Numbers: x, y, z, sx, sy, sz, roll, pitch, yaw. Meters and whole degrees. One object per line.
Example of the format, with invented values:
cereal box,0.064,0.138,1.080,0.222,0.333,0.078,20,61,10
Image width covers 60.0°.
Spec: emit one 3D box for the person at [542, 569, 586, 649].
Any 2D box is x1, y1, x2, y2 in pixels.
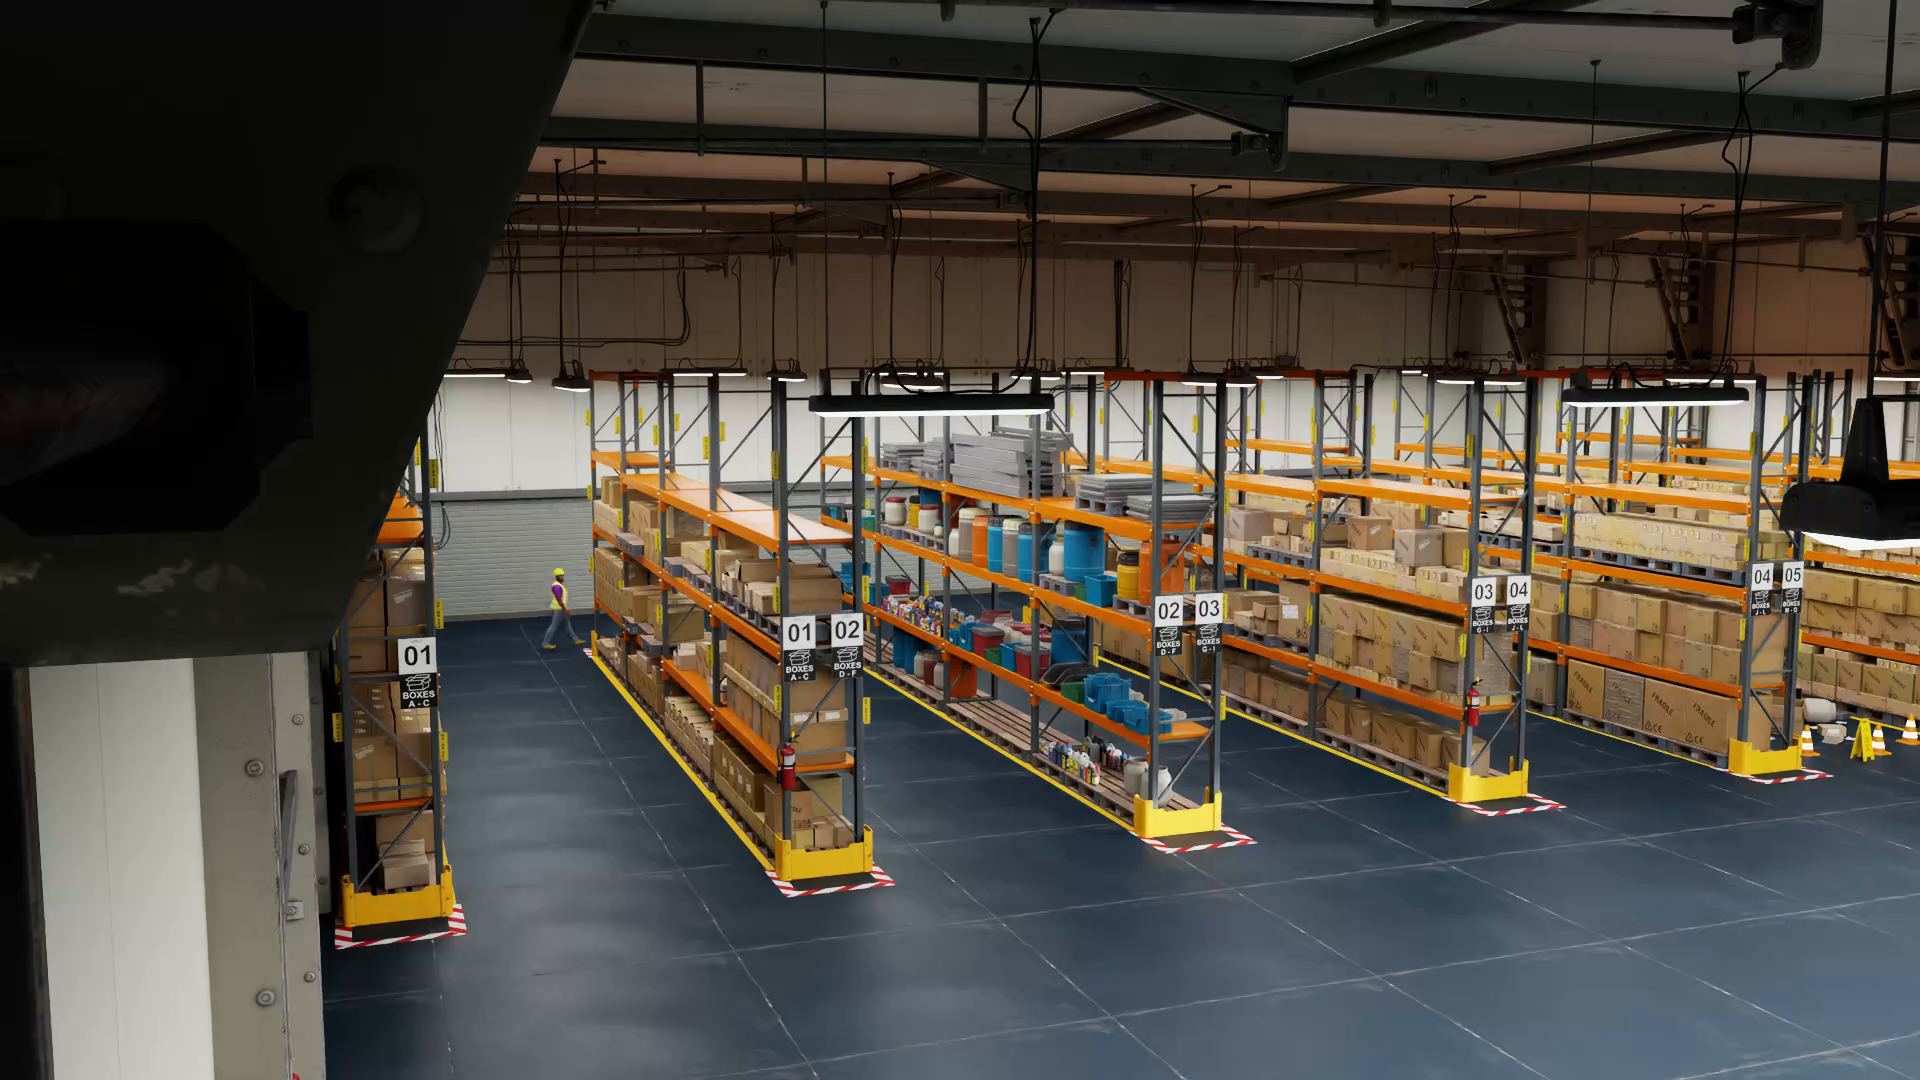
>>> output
person,-8.534,1.457,35.809,1.037,1.704,0.698,-4,7,-30
